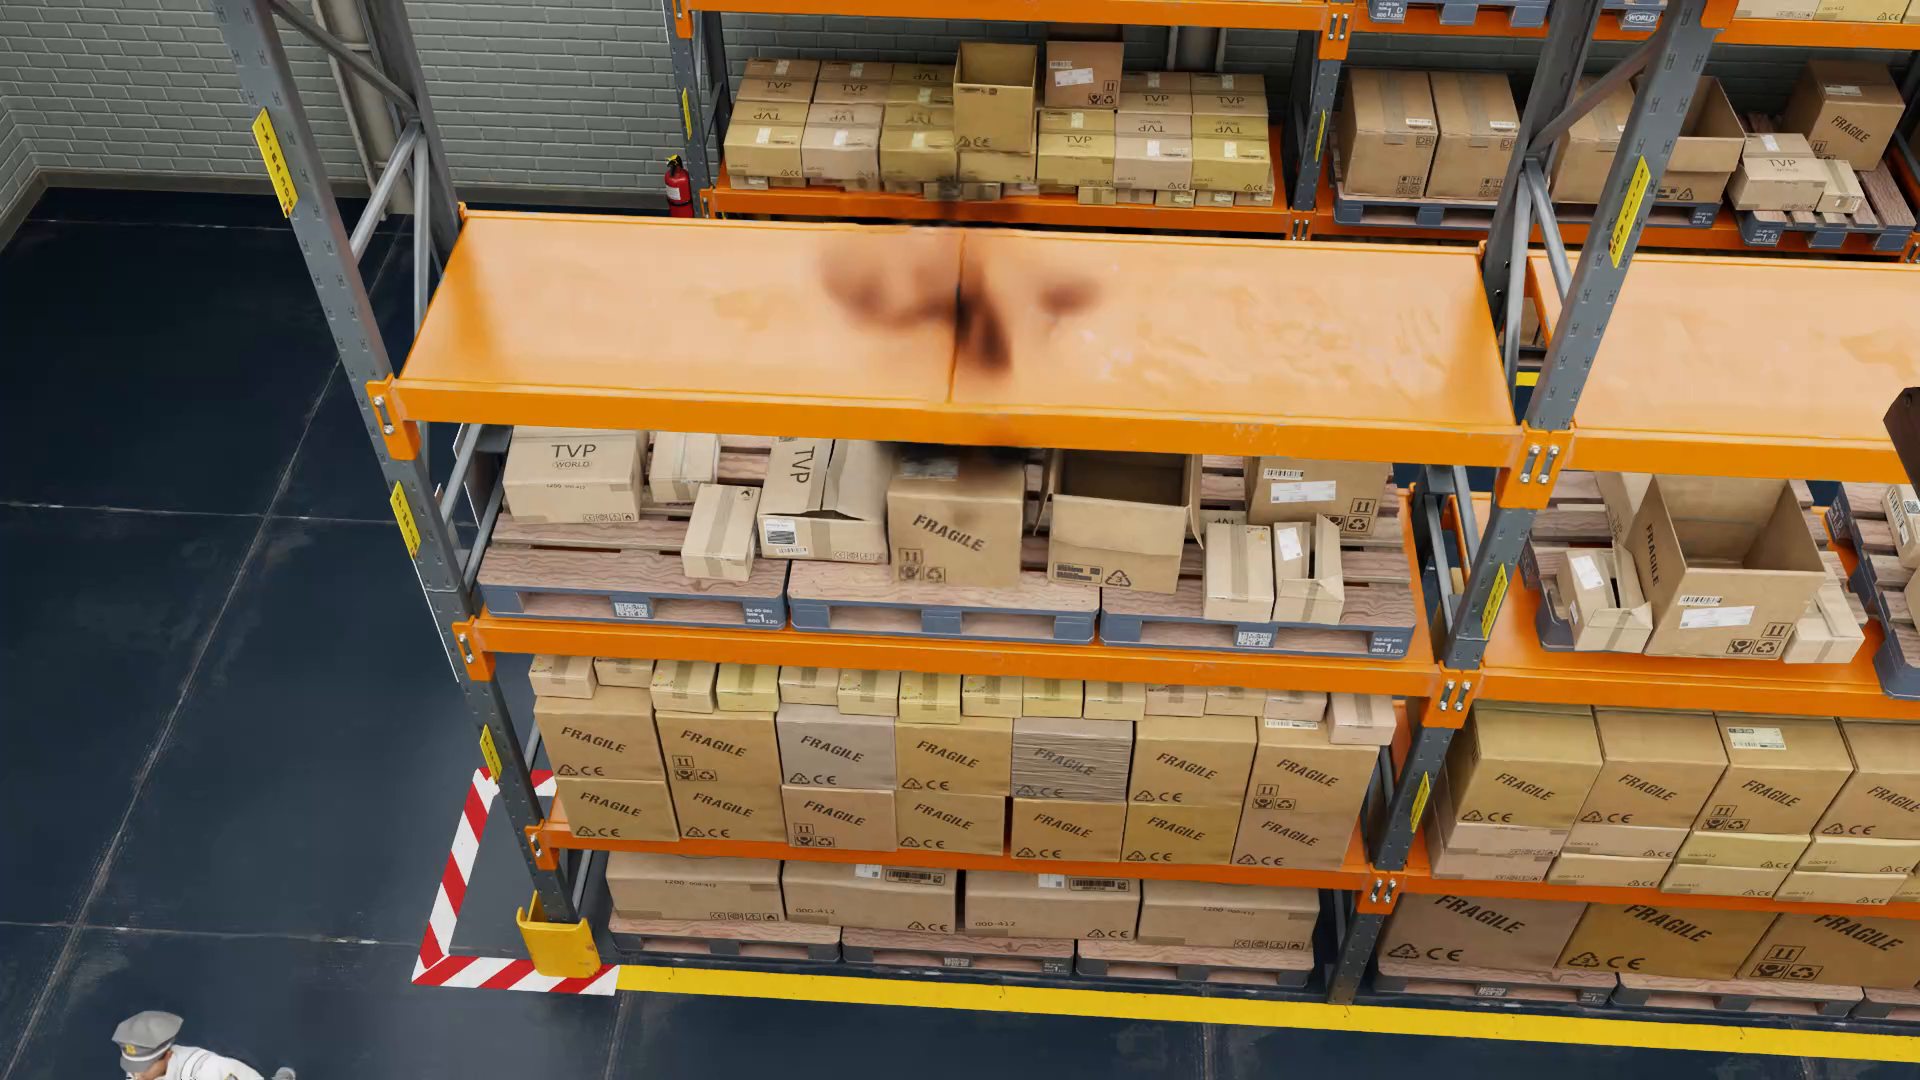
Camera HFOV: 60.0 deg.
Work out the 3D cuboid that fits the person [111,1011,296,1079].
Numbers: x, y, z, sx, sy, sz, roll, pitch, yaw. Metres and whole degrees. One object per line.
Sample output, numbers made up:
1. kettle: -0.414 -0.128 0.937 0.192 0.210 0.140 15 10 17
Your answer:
1. person: -3.281 2.487 7.373 0.636 1.704 0.749 5 48 4
